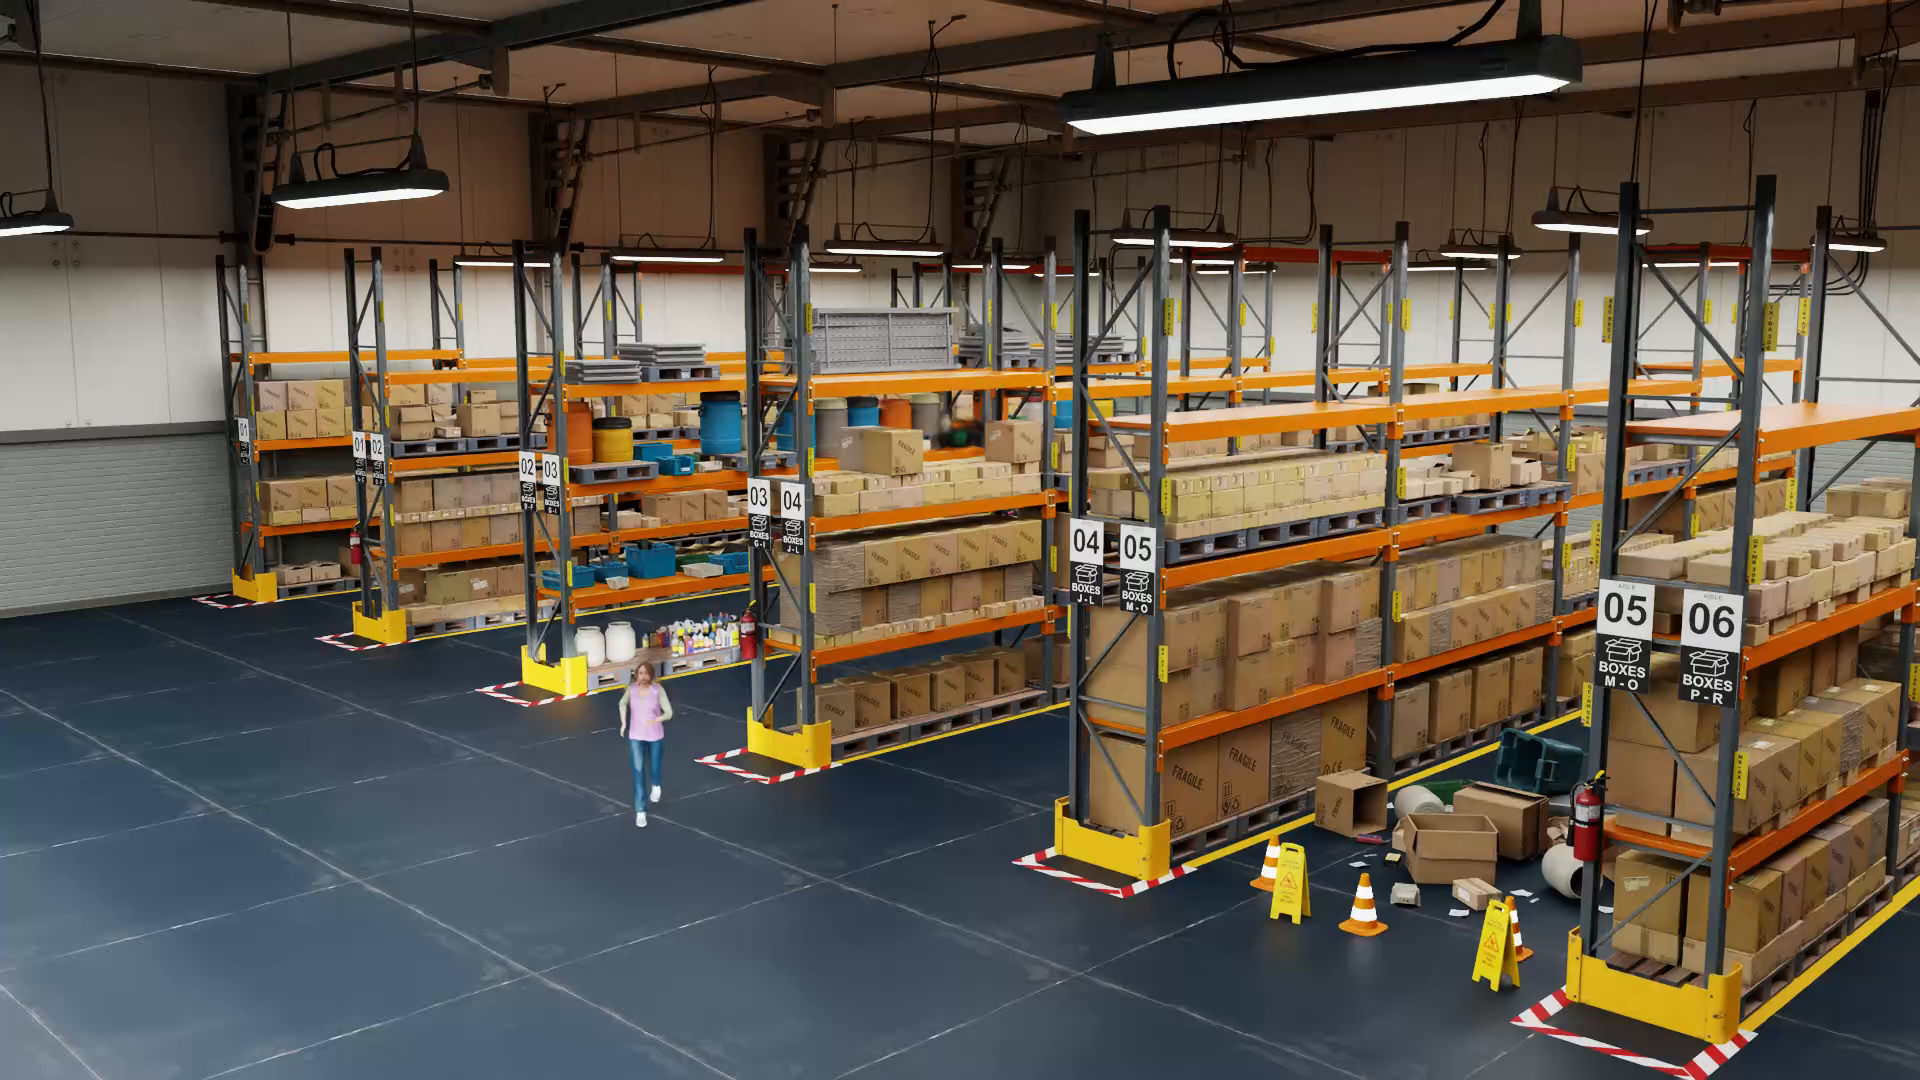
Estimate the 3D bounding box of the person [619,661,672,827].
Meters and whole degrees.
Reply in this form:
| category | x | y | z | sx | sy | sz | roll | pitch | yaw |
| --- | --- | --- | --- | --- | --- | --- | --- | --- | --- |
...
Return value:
| category | x | y | z | sx | sy | sz | roll | pitch | yaw |
| --- | --- | --- | --- | --- | --- | --- | --- | --- | --- |
| person | -3.166 | 1.997 | 16.749 | 0.550 | 1.588 | 0.879 | -1 | 8 | -5 |

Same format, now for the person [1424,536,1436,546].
| category | x | y | z | sx | sy | sz | roll | pitch | yaw |
| --- | --- | --- | --- | --- | --- | --- | --- | --- | --- |
| person | 7.269 | 0.720 | 25.761 | 0.564 | 1.714 | 0.712 | 7 | 11 | 40 |
